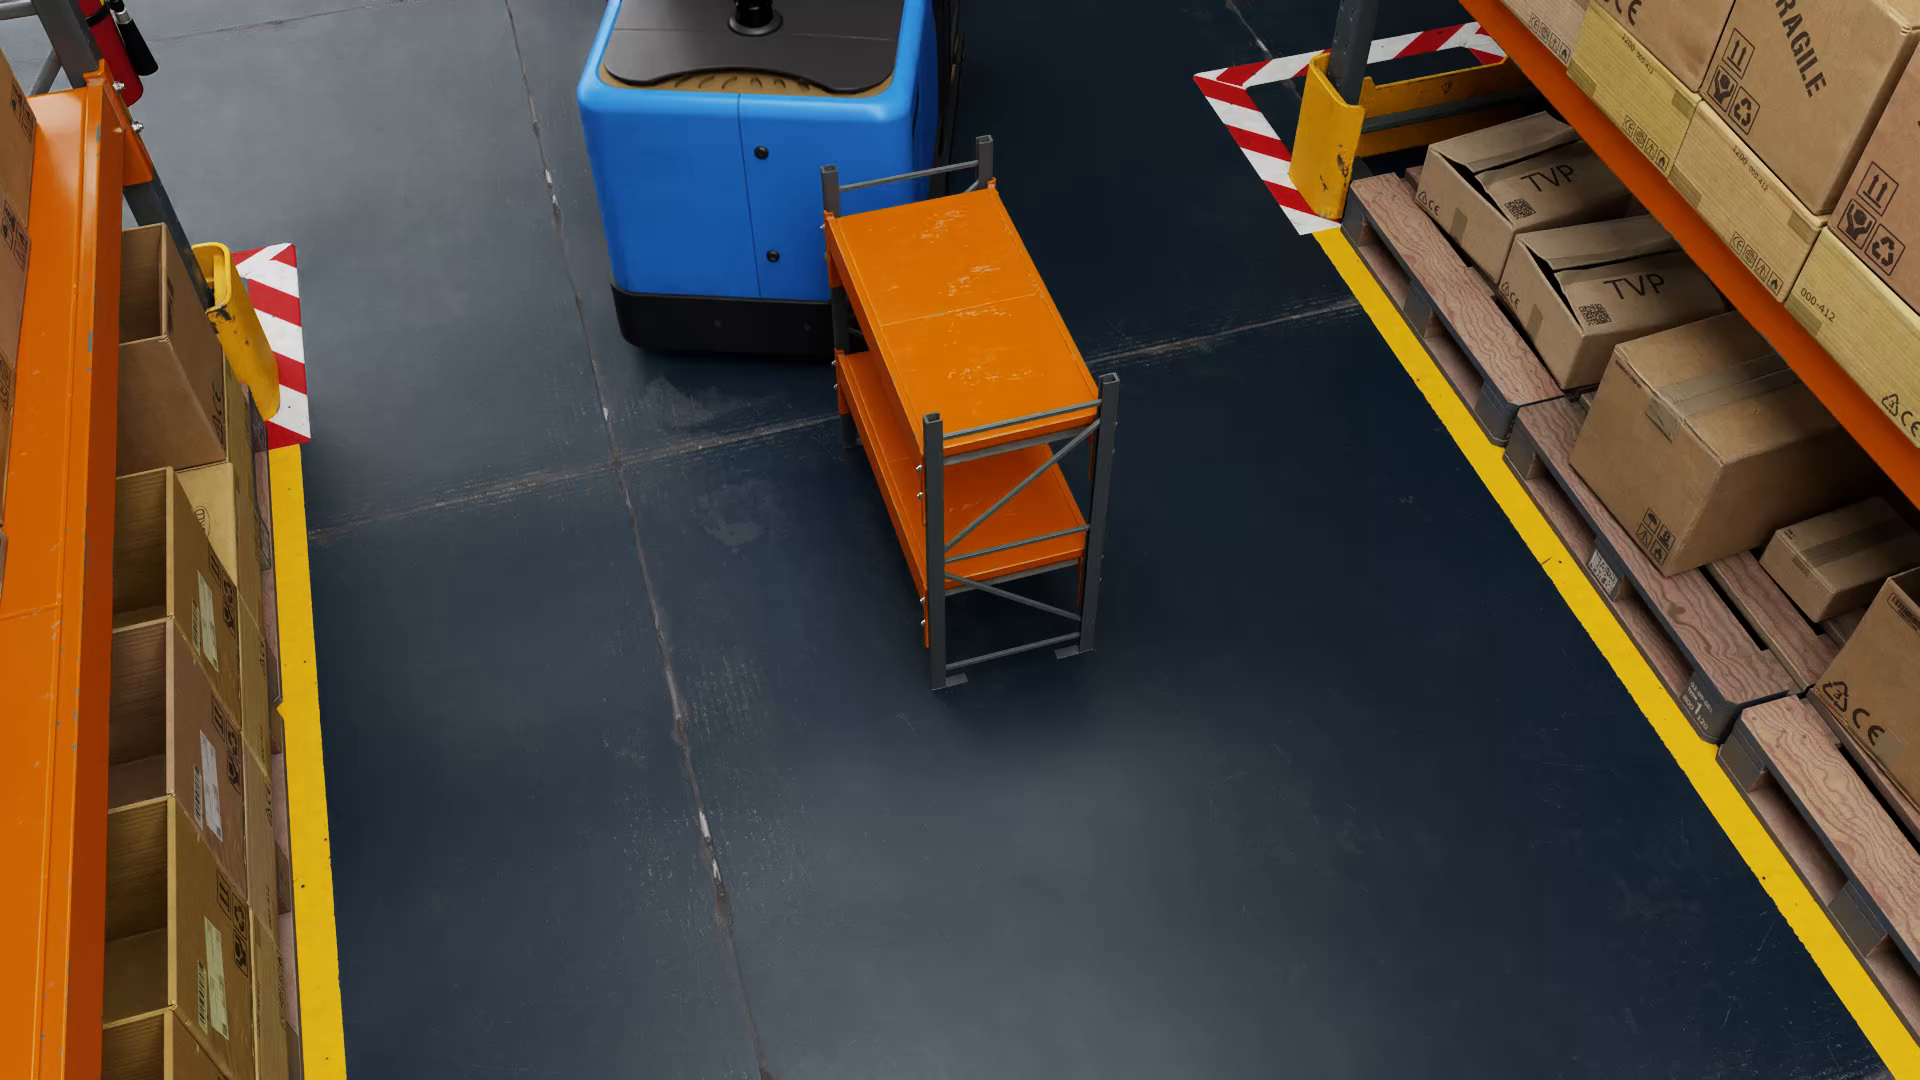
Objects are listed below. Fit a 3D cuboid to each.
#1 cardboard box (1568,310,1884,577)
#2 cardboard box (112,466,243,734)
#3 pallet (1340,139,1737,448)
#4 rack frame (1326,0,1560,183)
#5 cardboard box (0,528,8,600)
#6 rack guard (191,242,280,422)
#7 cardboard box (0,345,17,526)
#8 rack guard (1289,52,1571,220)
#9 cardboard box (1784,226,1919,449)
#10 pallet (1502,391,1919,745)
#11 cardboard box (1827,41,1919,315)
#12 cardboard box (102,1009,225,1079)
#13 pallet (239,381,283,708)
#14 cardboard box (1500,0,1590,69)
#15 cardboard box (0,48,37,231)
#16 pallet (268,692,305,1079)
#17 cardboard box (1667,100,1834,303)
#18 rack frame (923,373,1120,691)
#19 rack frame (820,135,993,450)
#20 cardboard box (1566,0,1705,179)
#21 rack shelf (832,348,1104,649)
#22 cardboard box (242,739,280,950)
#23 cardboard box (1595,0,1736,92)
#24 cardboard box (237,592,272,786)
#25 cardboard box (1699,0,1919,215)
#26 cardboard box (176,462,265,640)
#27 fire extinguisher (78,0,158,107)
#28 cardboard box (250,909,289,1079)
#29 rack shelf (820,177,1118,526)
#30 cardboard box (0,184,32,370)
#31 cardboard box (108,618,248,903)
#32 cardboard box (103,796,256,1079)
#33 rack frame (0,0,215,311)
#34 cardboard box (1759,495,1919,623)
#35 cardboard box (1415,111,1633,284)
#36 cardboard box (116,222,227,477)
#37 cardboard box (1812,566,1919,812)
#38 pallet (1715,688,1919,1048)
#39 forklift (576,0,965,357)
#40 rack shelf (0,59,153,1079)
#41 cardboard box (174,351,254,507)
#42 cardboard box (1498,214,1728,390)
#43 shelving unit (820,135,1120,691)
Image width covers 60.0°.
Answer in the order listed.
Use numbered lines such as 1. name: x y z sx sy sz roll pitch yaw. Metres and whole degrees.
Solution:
1. cardboard box: 2.300 -0.321 4.906 0.700 0.500 0.500 -16 52 -13
2. cardboard box: -2.135 0.210 4.145 0.500 0.500 0.500 -13 51 -11
3. pallet: 2.072 -0.918 5.886 1.003 0.211 1.213 -13 51 -11
4. rack frame: 1.843 -2.474 5.374 1.000 3.000 0.127 -13 51 -11
5. cardboard box: -2.301 0.091 3.146 0.700 0.500 0.500 -12 51 -10
6. rack guard: -2.895 -0.563 5.398 1.175 0.500 0.348 -13 51 -11
7. cardboard box: -2.461 -0.293 3.470 0.700 0.500 0.500 -13 51 -11
8. rack guard: 1.866 -1.613 6.283 1.175 0.500 0.348 -13 51 -11
9. cardboard box: 2.294 -0.517 3.809 0.500 0.250 0.500 -14 51 -11
10. pallet: 2.429 -0.029 5.136 1.003 0.211 1.213 -13 51 -11
11. cardboard box: 2.299 -0.761 3.524 0.500 0.500 0.500 -15 51 -12
12. cardboard box: -1.698 1.307 3.220 0.500 0.500 0.500 -13 51 -11
13. pallet: -2.621 0.097 5.030 1.003 0.211 1.213 -13 51 -11
14. cardboard box: 1.852 -1.628 4.745 0.500 0.250 0.500 -15 51 -12
15. cardboard box: -2.762 -1.039 4.099 0.700 0.500 0.500 -13 51 -11
16. pallet: -2.264 0.986 4.280 1.003 0.211 1.213 -13 51 -11
17. cardboard box: 2.144 -0.885 4.119 0.500 0.250 0.500 -13 51 -11
18. rack frame: 0.152 0.014 4.503 0.500 1.125 0.032 -13 51 -11
19. rack frame: -0.148 -0.729 5.129 0.500 1.125 0.032 -13 51 -11
20. cardboard box: 1.997 -1.254 4.431 0.500 0.250 0.500 -14 51 -12
21. rack shelf: 0.002 -0.200 5.003 0.538 0.278 1.000 -13 51 -11
22. cardboard box: -1.992 0.818 4.123 0.500 0.250 0.500 -13 51 -11
23. cardboard box: 1.981 -1.515 4.160 0.500 0.500 0.500 -15 51 -12
24. cardboard box: -2.138 0.452 4.431 0.500 0.250 0.500 -13 51 -11
25. cardboard box: 2.145 -1.141 3.844 0.500 0.500 0.500 -12 51 -10
26. cardboard box: -2.287 0.087 4.738 0.500 0.250 0.500 -13 51 -11
27. fire extinguisher: -2.479 -1.517 4.618 0.296 0.674 0.183 -13 51 -11
28. cardboard box: -1.838 1.181 3.816 0.500 0.250 0.500 -13 51 -11
29. rack shelf: 0.002 -0.546 4.592 0.538 0.278 1.000 -13 51 -11
30. cardboard box: -2.602 -0.657 3.777 0.700 0.500 0.500 -12 51 -10
31. cardboard box: -1.988 0.575 3.837 0.500 0.500 0.500 -13 51 -11
32. cardboard box: -1.839 0.940 3.529 0.500 0.500 0.500 -13 51 -11
33. rack frame: -2.888 -1.351 4.427 1.000 3.000 0.127 -13 51 -11
34. cardboard box: 2.572 0.052 4.821 0.380 0.149 0.250 -17 52 -14
35. cardboard box: 1.962 -1.223 5.790 0.500 0.311 0.500 -19 52 -15
36. cardboard box: -2.445 -0.517 4.758 0.500 0.500 0.500 -13 51 -11
37. cardboard box: 2.681 0.363 4.330 0.500 0.500 0.500 -17 52 -14
38. pallet: 2.794 0.864 4.384 1.003 0.211 1.213 -13 51 -11
39. forklift: -0.559 -2.691 5.602 1.130 2.935 3.031 3 50 3
40. rack shelf: -2.296 0.342 3.471 1.077 0.370 4.000 -13 51 -11
41. cardboard box: -2.447 -0.275 5.044 0.500 0.250 0.500 -13 51 -11
42. cardboard box: 2.131 -0.807 5.439 0.500 0.311 0.500 -10 51 -8
43. shelving unit: 0.002 -0.358 4.816 0.538 1.125 1.048 -13 51 -11
